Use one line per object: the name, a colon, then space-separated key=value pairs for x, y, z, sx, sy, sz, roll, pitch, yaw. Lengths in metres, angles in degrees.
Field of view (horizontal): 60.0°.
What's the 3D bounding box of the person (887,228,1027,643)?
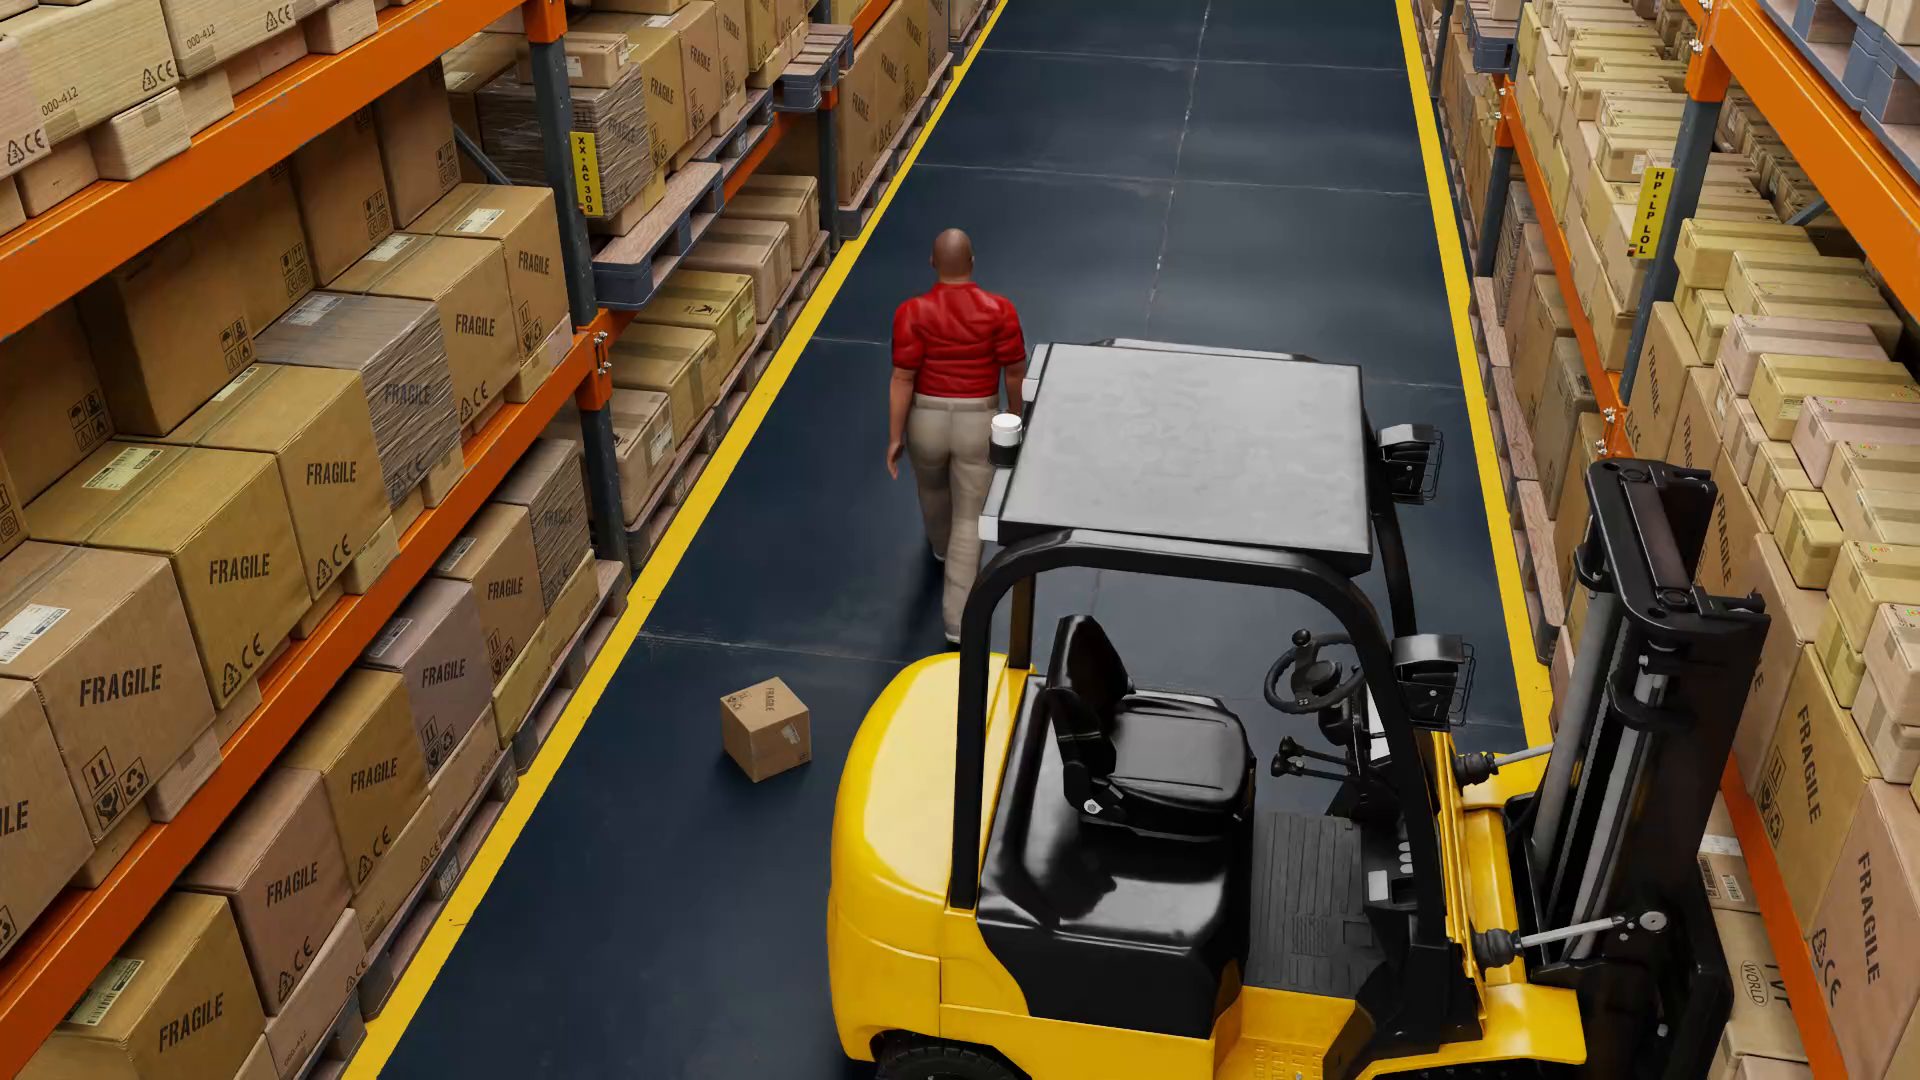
person: x=-0.009 y=-0.484 z=6.941 sx=0.566 sy=1.669 sz=1.072 roll=3 pitch=32 yaw=4
